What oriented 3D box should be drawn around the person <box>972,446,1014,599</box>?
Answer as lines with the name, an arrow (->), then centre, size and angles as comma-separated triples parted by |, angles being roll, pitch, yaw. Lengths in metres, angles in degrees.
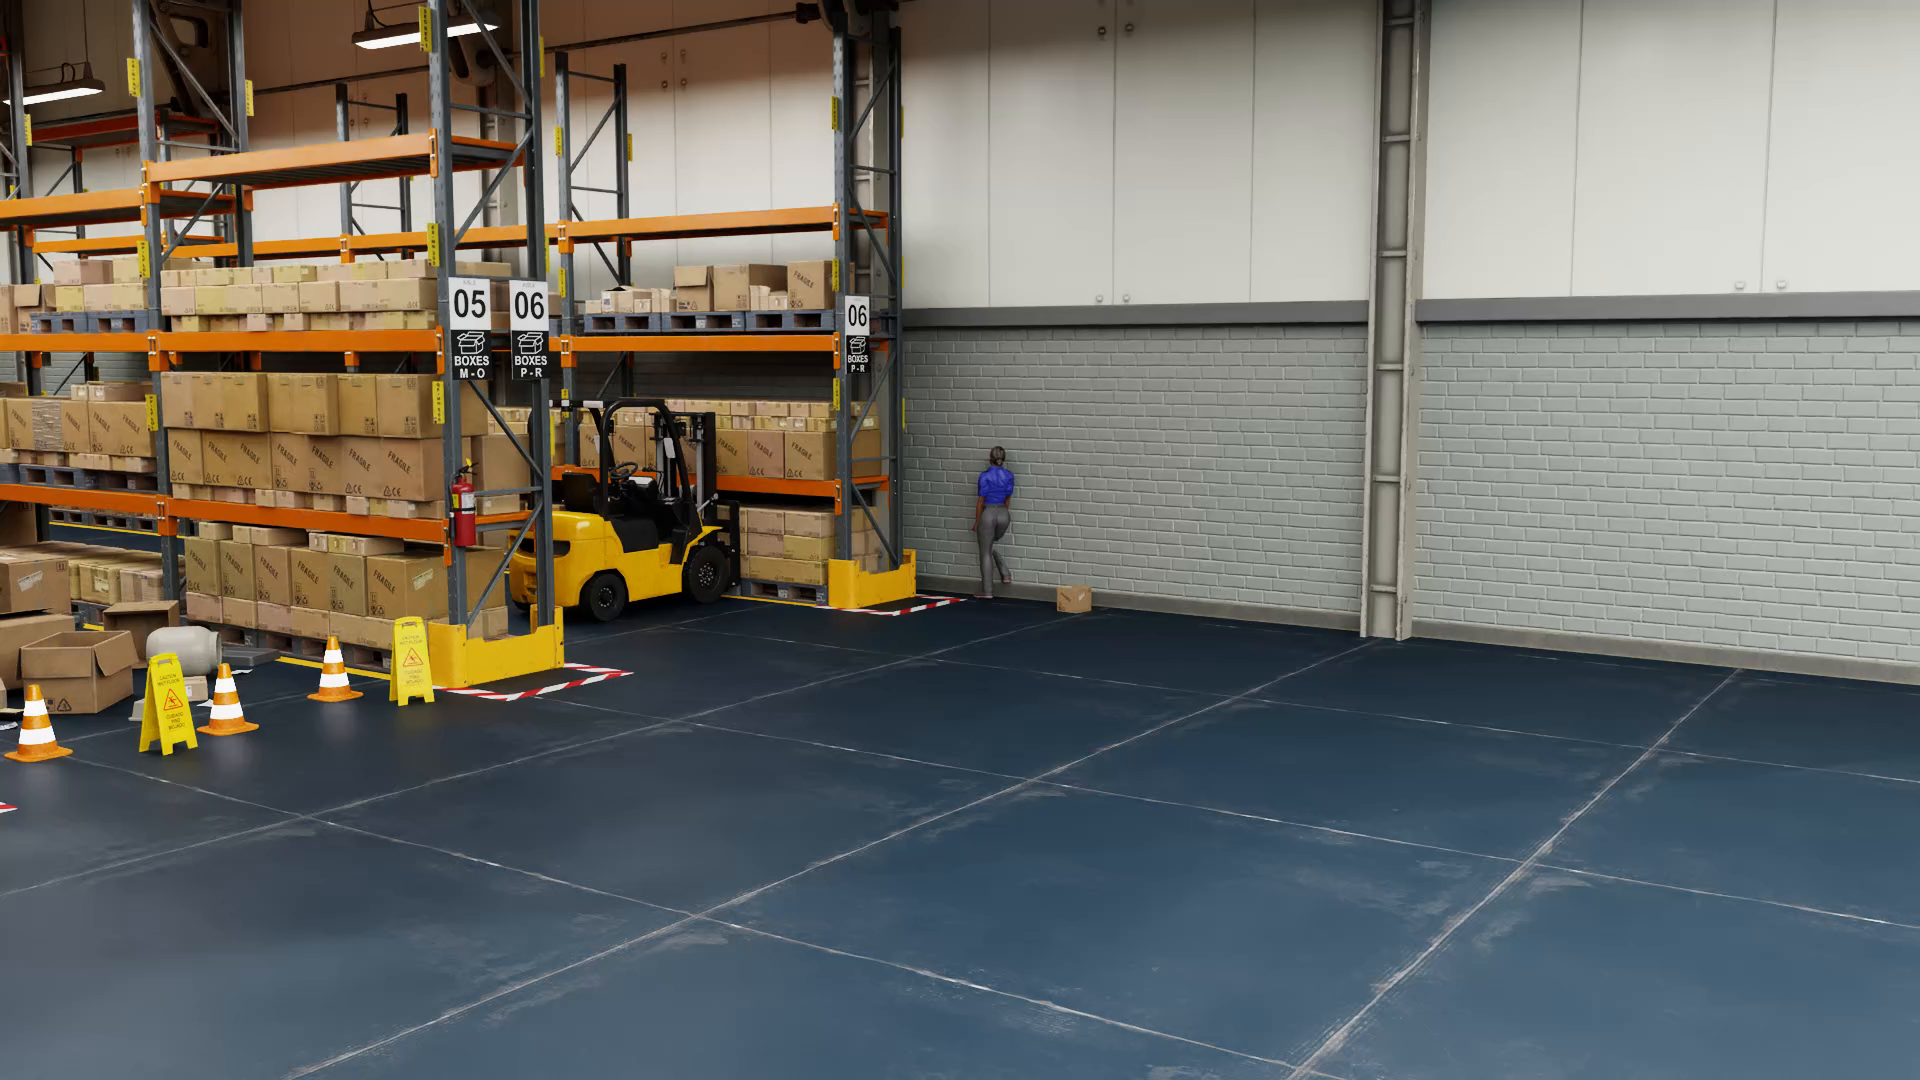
person -> 0.349, -0.197, 17.843 | 0.452, 1.640, 0.515 | -3, 7, -27
